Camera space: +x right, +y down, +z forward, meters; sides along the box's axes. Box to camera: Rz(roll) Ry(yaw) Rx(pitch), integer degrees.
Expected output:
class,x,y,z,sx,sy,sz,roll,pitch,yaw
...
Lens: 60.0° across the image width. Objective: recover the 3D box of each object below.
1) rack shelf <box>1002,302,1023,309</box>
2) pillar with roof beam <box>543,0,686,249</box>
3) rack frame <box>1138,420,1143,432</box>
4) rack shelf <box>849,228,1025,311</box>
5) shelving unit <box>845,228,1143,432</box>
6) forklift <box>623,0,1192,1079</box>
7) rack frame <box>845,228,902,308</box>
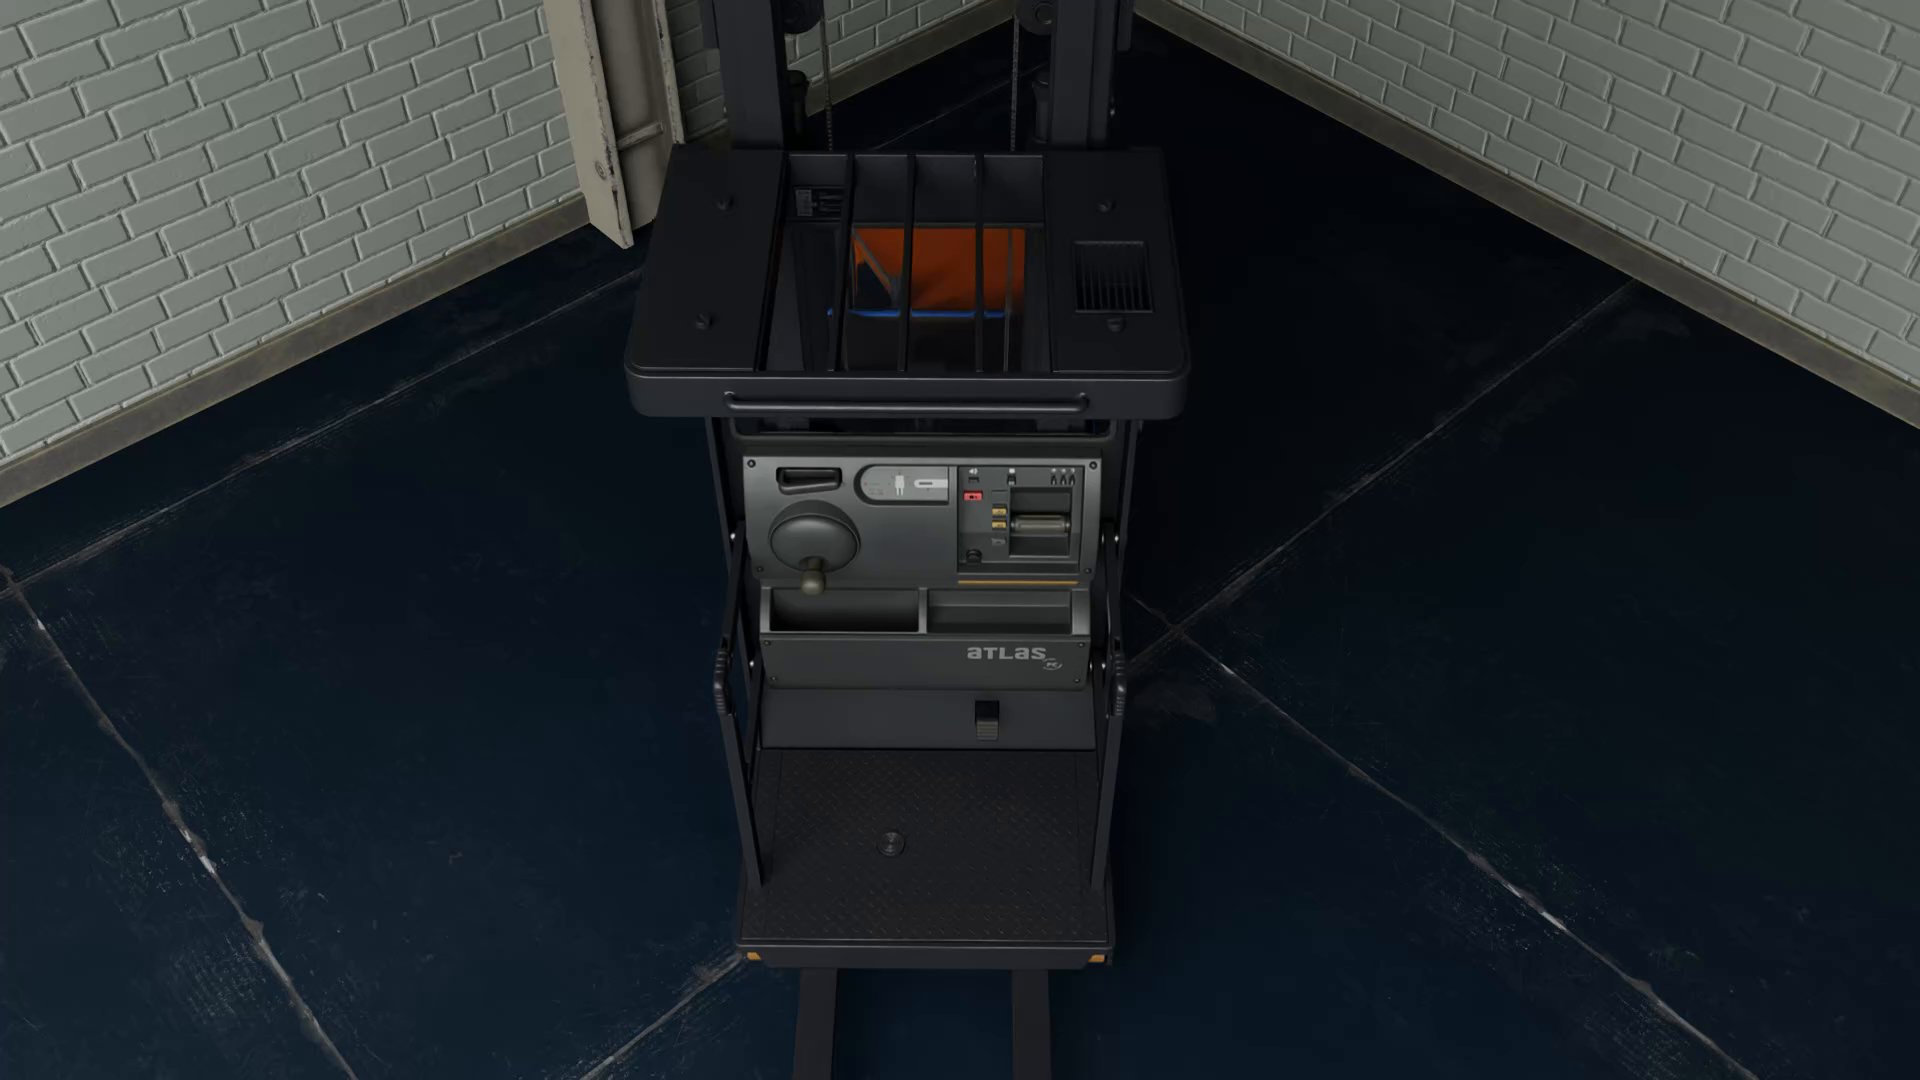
class,x,y,z,sx,sy,sz,roll,pitch,yaw
rack shelf,0.150,-0.653,6.420,1.000,0.278,0.538,-19,50,-17
pillar with roof beam,1.436,-2.195,2.152,0.400,9.000,9.100,-34,56,-27
rack frame,0.608,-0.981,6.390,0.032,1.125,0.500,-19,50,-17
rack shelf,0.150,-1.018,6.025,1.000,0.278,0.538,-19,50,-17
shelving unit,0.150,-0.819,6.240,1.048,1.125,0.538,-19,50,-17
forklift,-0.097,0.050,4.210,1.130,2.935,3.031,0,47,0
rack frame,-0.308,-0.657,6.091,0.032,1.125,0.500,-19,50,-17
